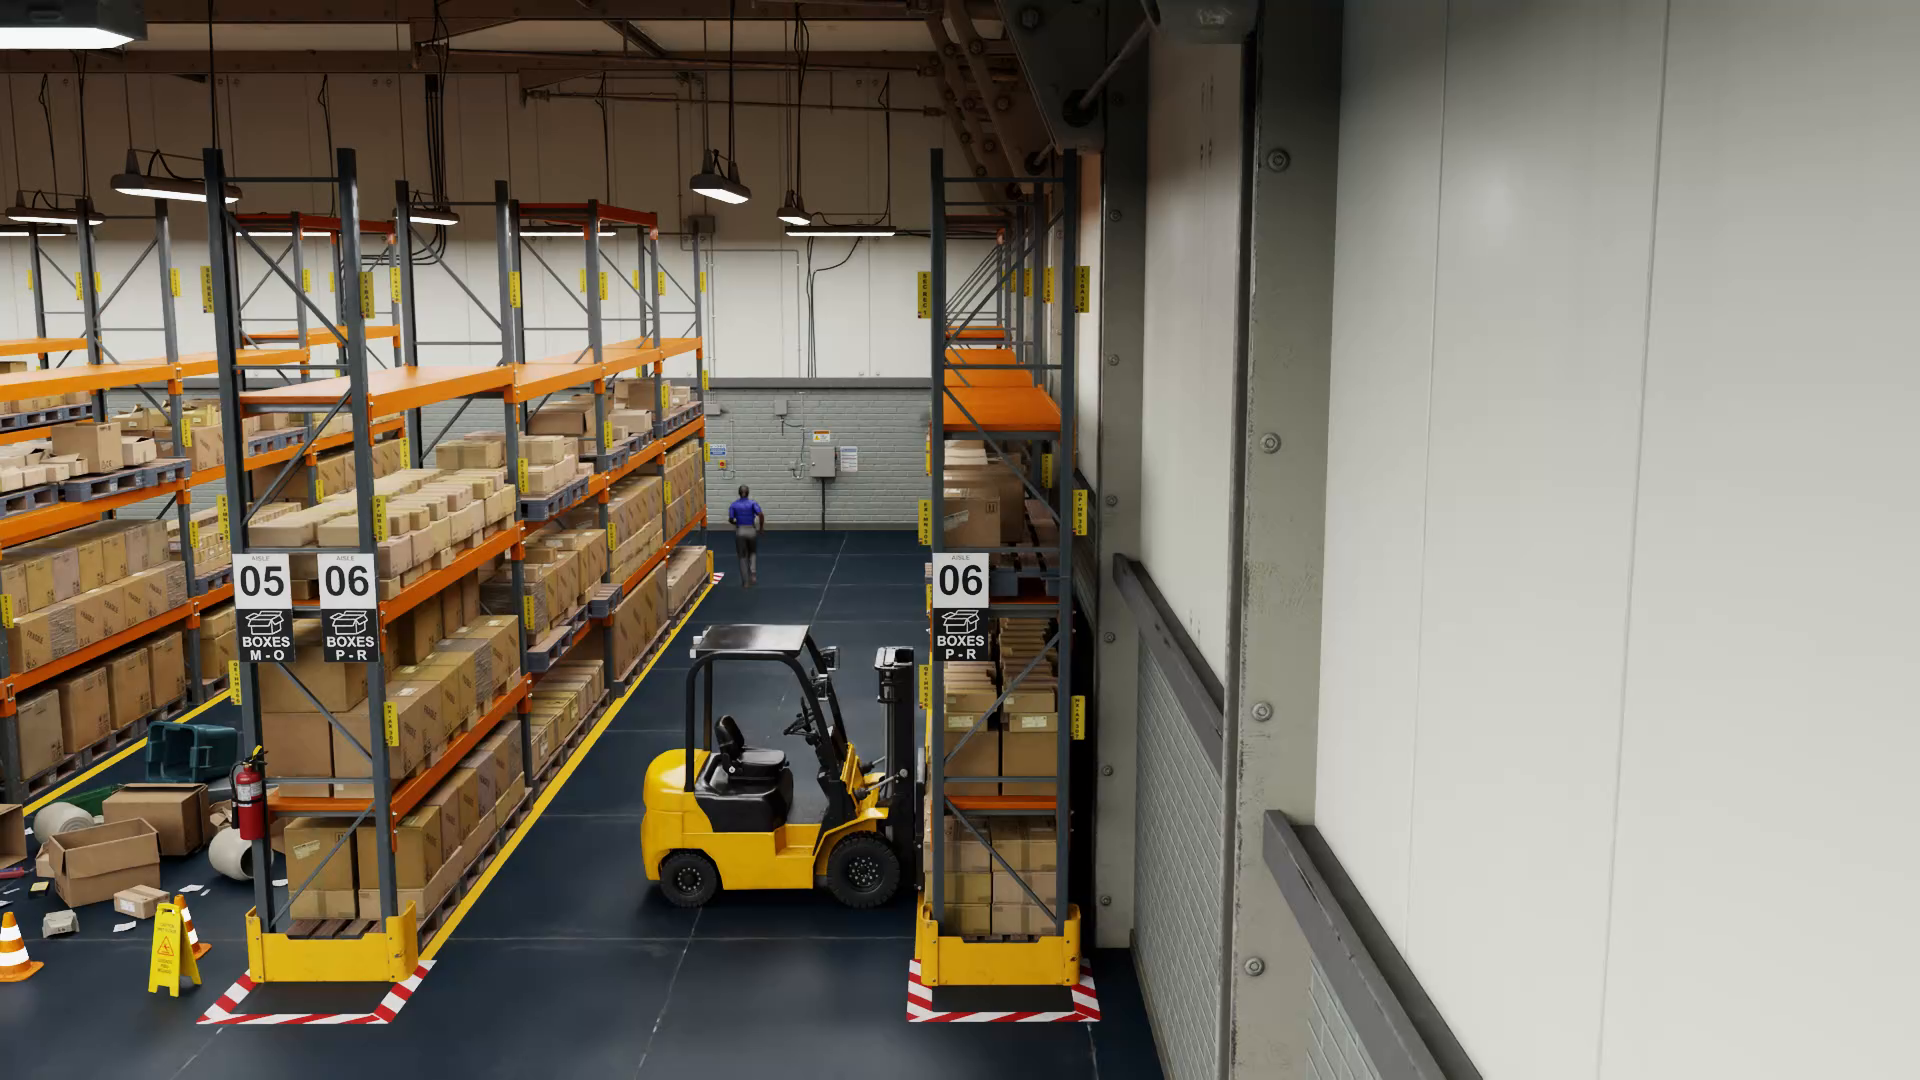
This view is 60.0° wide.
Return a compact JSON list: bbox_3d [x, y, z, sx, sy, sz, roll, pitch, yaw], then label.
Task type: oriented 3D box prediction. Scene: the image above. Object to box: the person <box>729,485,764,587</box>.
[{"bbox_3d":[-3.360,-0.079,26.170,0.543,1.612,0.716,-2,9,-10],"label":"person"}]
